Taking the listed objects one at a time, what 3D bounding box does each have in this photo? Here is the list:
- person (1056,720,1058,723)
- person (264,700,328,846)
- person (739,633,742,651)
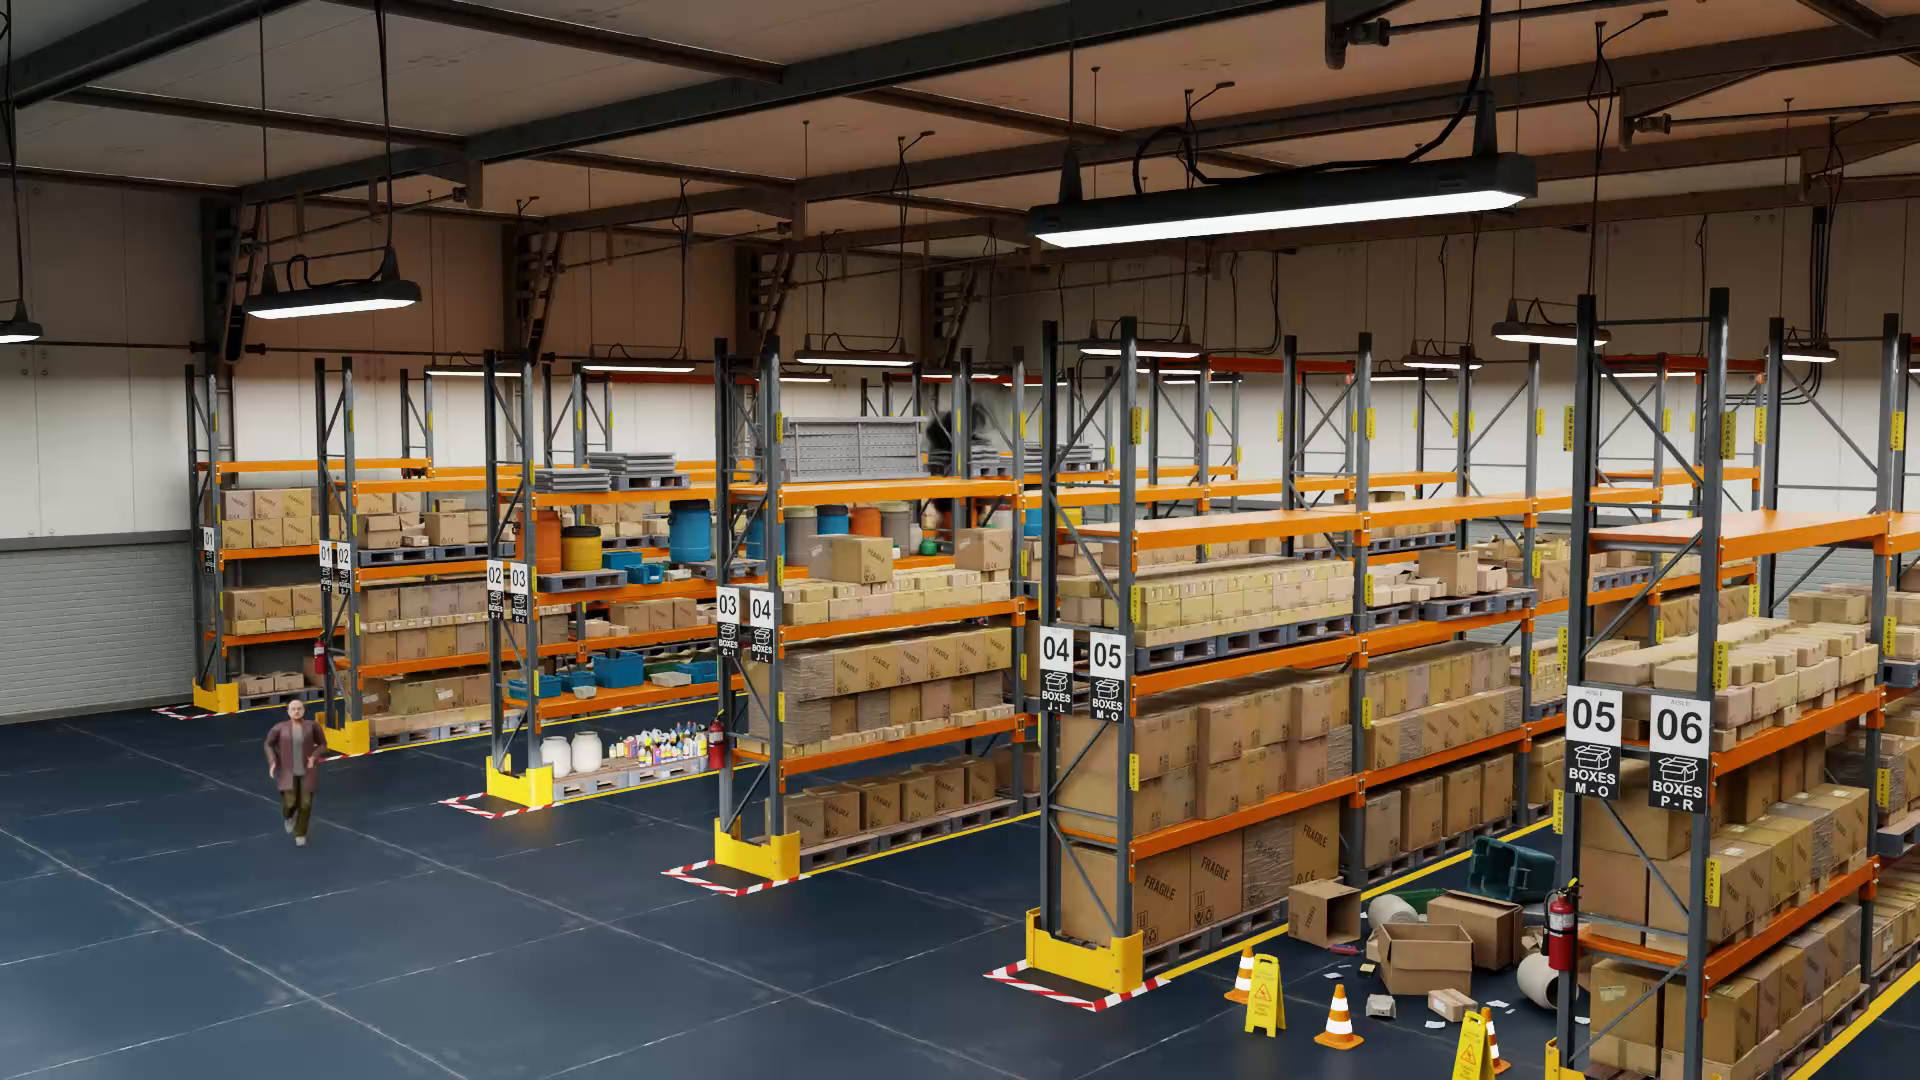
[{"bbox_3d":[1.372,2.002,26.324,0.658,1.810,0.677,4,6,40],"label":"person"},{"bbox_3d":[-7.931,2.767,19.904,0.708,1.705,0.635,-2,5,-25],"label":"person"},{"bbox_3d":[-4.480,1.778,33.132,0.777,1.784,0.638,-4,6,-45],"label":"person"}]
